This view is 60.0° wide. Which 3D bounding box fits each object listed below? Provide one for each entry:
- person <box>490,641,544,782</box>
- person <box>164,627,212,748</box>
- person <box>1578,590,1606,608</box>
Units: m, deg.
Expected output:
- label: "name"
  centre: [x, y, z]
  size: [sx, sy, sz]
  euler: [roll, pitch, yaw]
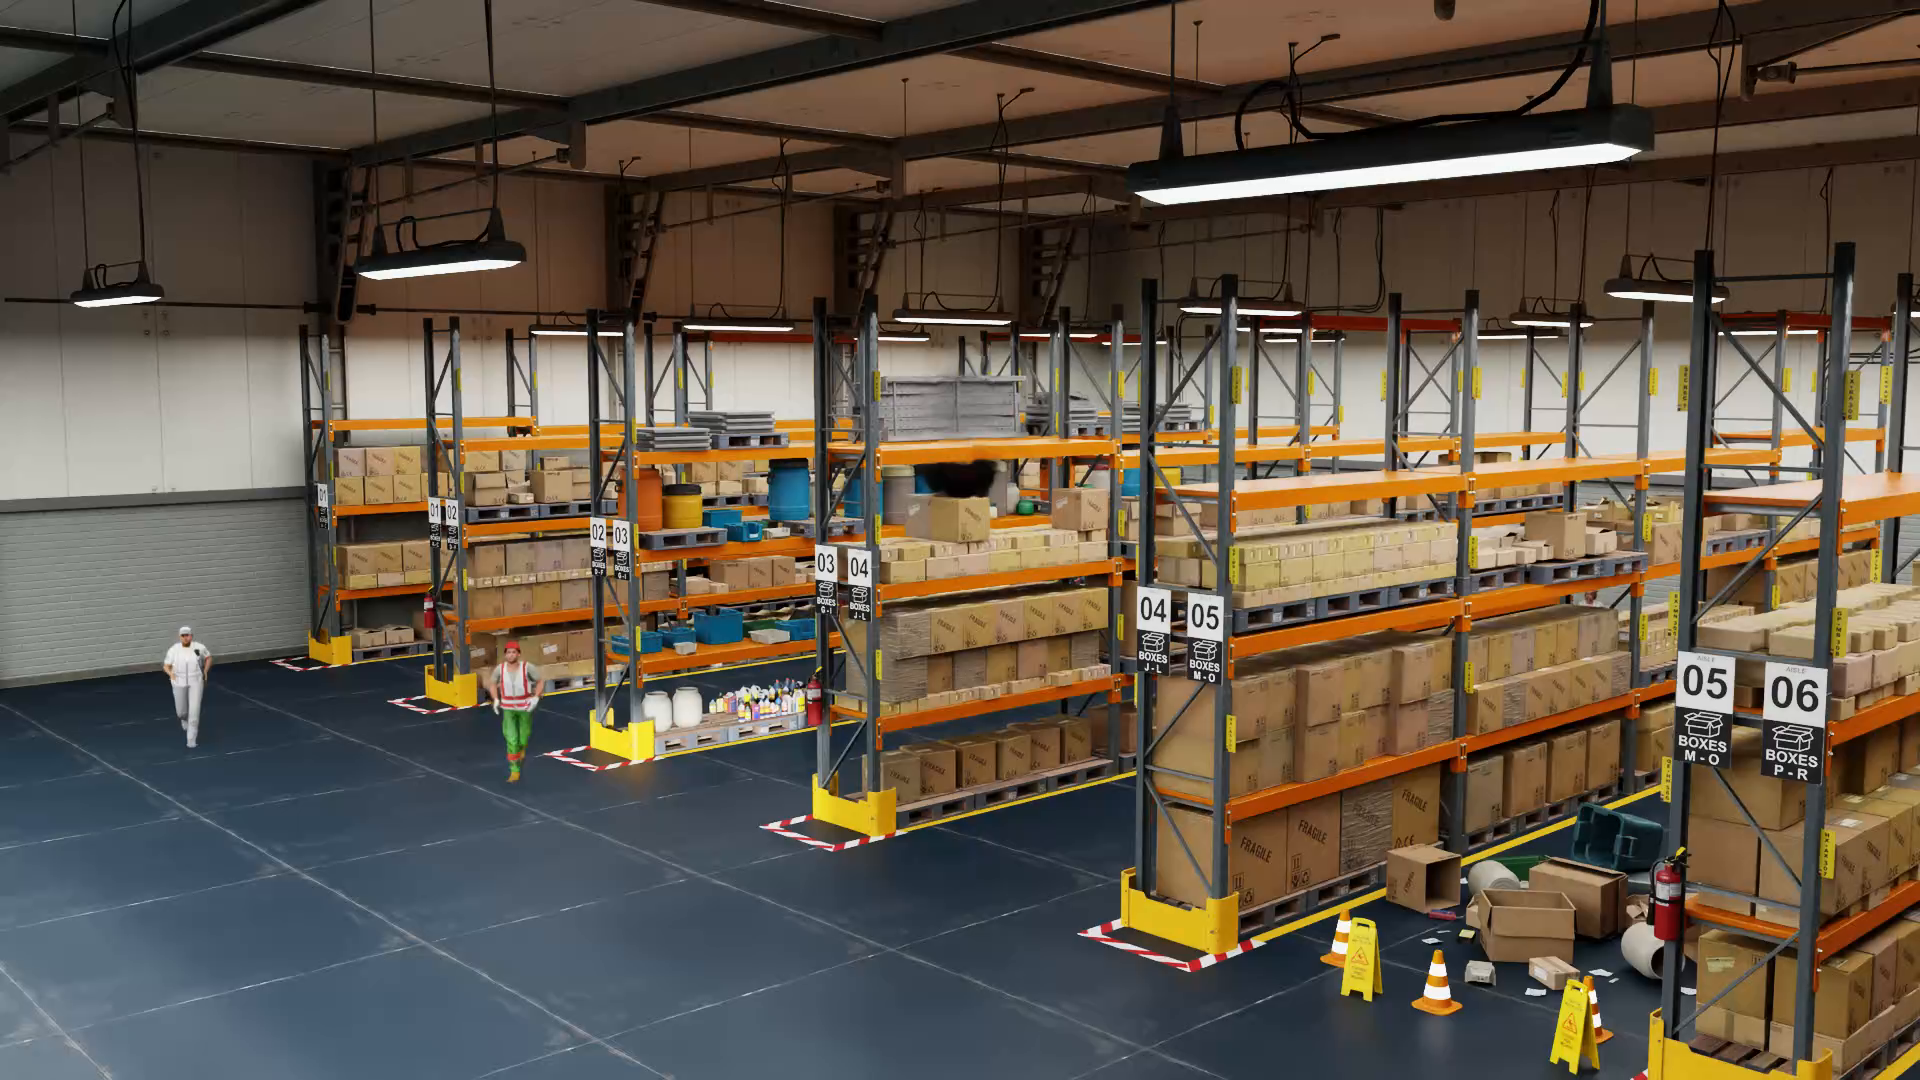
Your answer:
- label: "person"
  centre: [-5.658, 2.153, 21.258]
  size: [0.677, 1.772, 0.703]
  euler: [-1, 6, -9]
- label: "person"
  centre: [-10.771, 2.031, 23.226]
  size: [0.613, 1.681, 0.807]
  euler: [-2, 6, -22]
- label: "person"
  centre: [10.391, 1.581, 27.468]
  size: [0.533, 1.622, 0.817]
  euler: [5, 8, 40]
